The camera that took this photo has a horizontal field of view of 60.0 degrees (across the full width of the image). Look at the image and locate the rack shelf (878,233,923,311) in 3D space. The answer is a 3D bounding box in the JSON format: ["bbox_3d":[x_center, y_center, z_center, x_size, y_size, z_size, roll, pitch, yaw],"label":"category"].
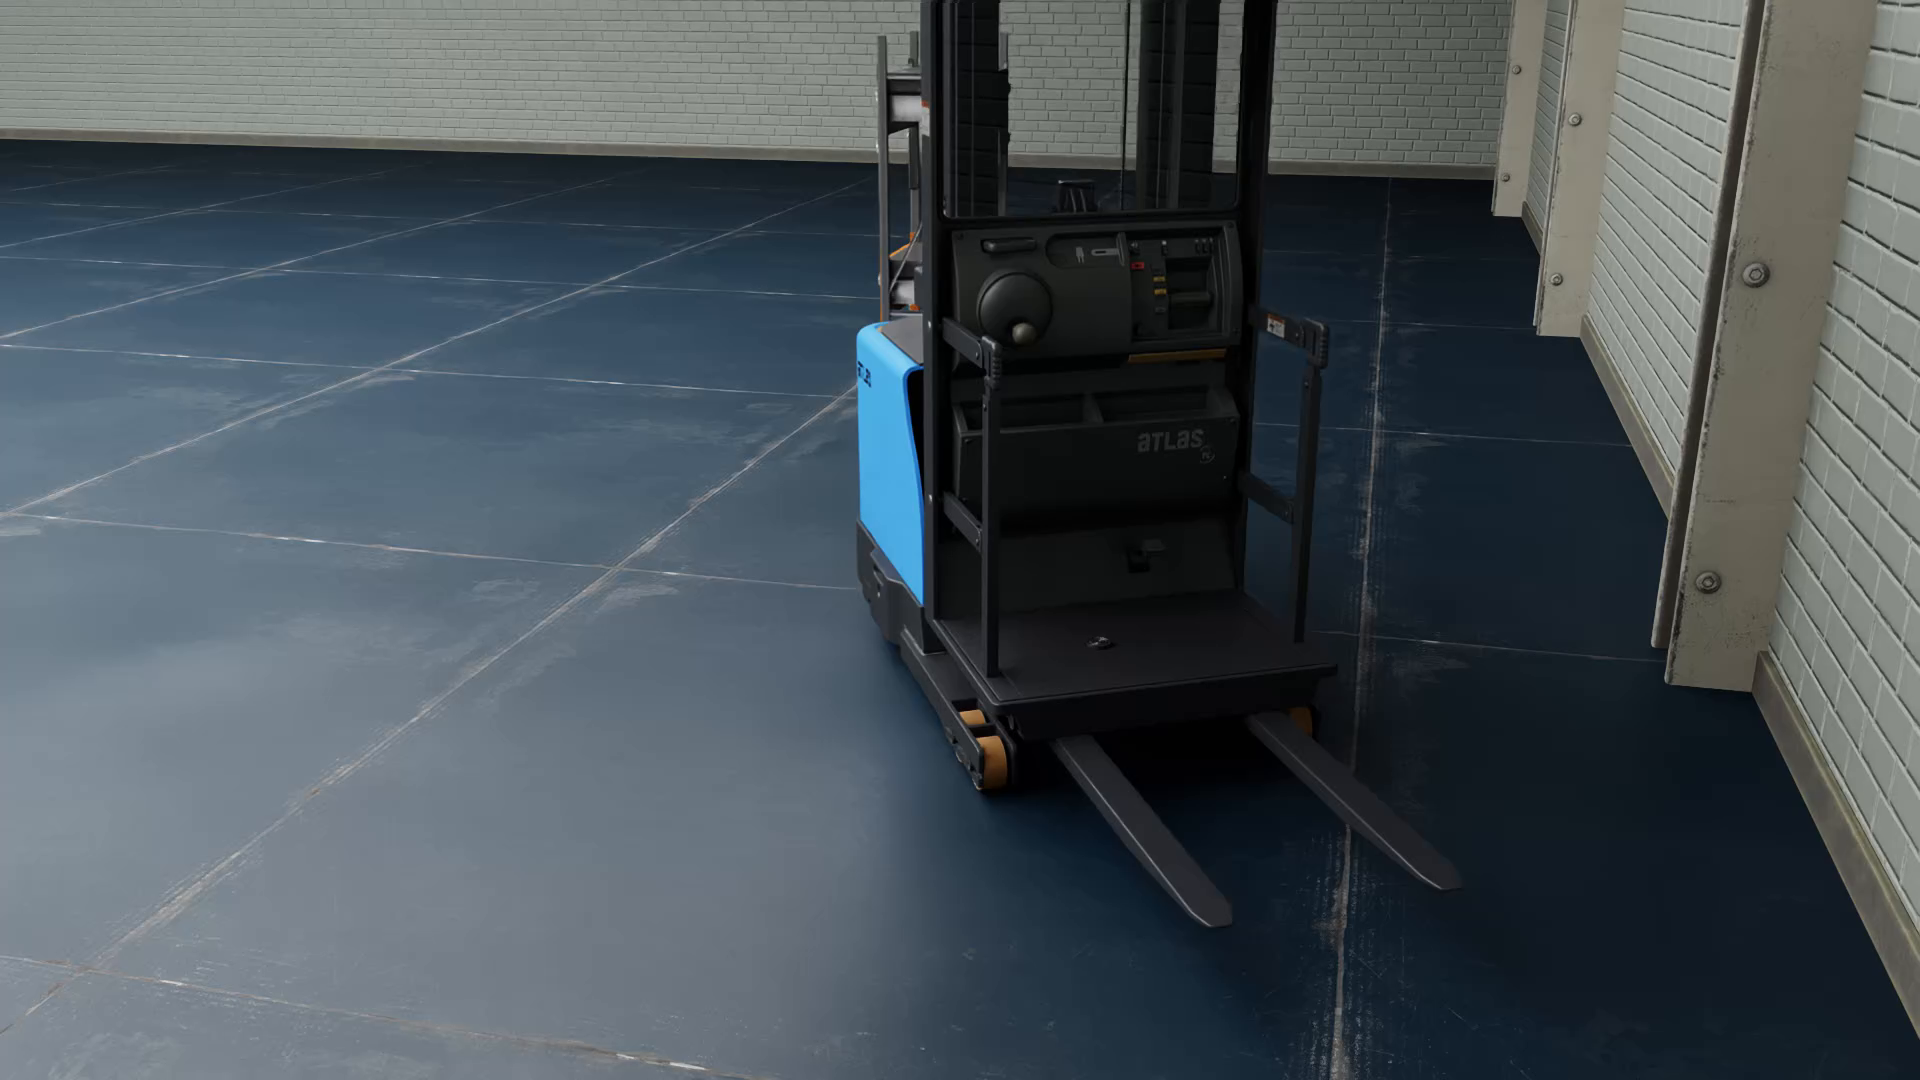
[{"bbox_3d":[-0.060,-0.942,6.740,0.431,0.518,0.480,4,19,12],"label":"rack shelf"}]

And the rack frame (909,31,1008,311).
[{"bbox_3d":[-0.007,-1.032,6.961,0.400,2.100,0.015,4,19,12],"label":"rack frame"}]

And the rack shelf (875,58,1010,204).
[{"bbox_3d":[-0.060,-1.605,6.514,0.431,0.518,0.480,4,19,12],"label":"rack shelf"}]

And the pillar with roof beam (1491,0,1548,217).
[{"bbox_3d":[1.392,-7.913,16.433,9.100,9.000,0.400,5,19,13],"label":"pillar with roof beam"}]

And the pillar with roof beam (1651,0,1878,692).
[{"bbox_3d":[-1.540,-4.152,5.421,9.100,9.000,0.400,5,19,13],"label":"pillar with roof beam"}]

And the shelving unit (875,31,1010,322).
[{"bbox_3d":[-0.060,-0.955,6.736,0.431,2.100,0.503,4,19,12],"label":"shelving unit"}]

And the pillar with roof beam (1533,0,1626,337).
[{"bbox_3d":[-0.074,-6.033,10.927,9.100,9.000,0.400,5,19,13],"label":"pillar with roof beam"}]

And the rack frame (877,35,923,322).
[{"bbox_3d":[-0.113,-0.878,6.511,0.400,2.100,0.015,4,19,12],"label":"rack frame"}]

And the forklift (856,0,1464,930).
[{"bbox_3d":[0.490,-0.776,4.924,1.130,2.935,3.031,-5,20,-15],"label":"forklift"}]
